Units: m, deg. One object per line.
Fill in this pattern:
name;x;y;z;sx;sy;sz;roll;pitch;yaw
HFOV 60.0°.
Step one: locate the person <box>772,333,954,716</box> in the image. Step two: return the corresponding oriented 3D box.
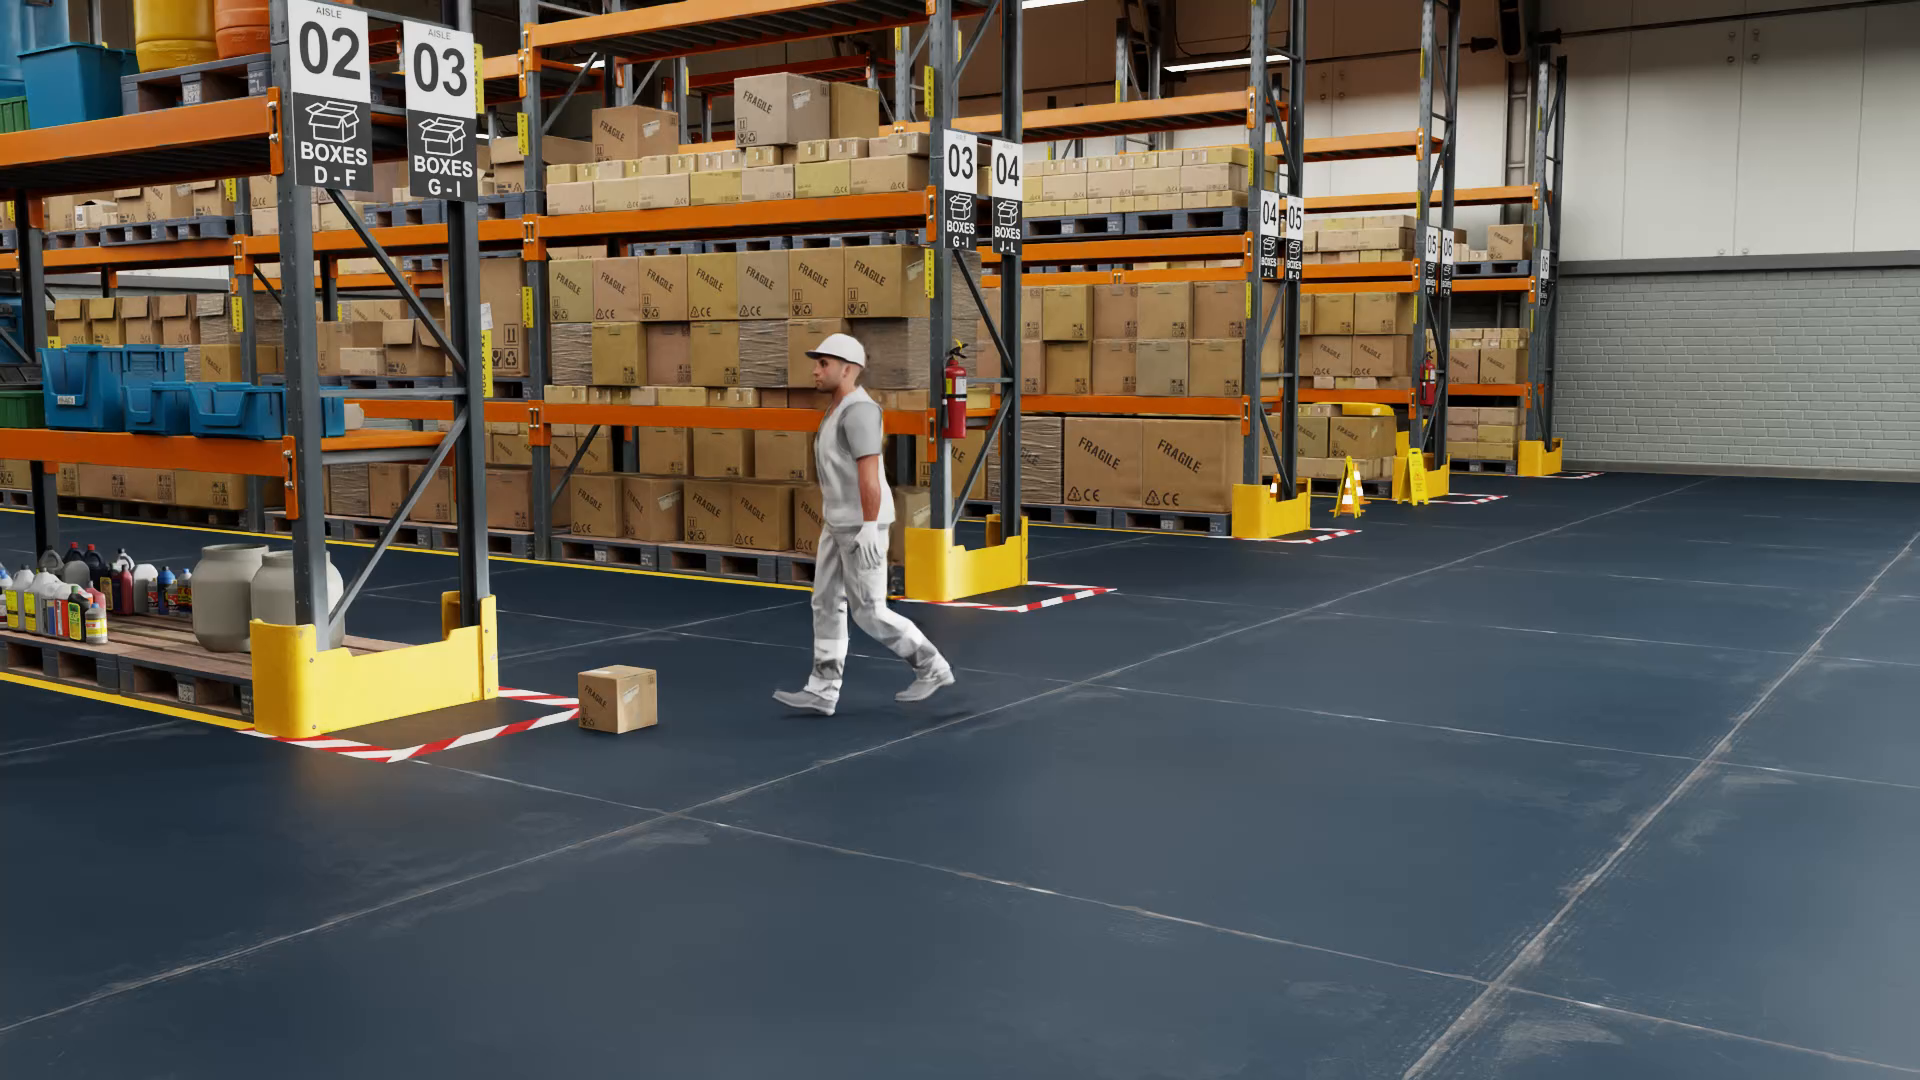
person;-0.445;-0.058;7.688;0.830;1.780;0.611;-2;7;-19
